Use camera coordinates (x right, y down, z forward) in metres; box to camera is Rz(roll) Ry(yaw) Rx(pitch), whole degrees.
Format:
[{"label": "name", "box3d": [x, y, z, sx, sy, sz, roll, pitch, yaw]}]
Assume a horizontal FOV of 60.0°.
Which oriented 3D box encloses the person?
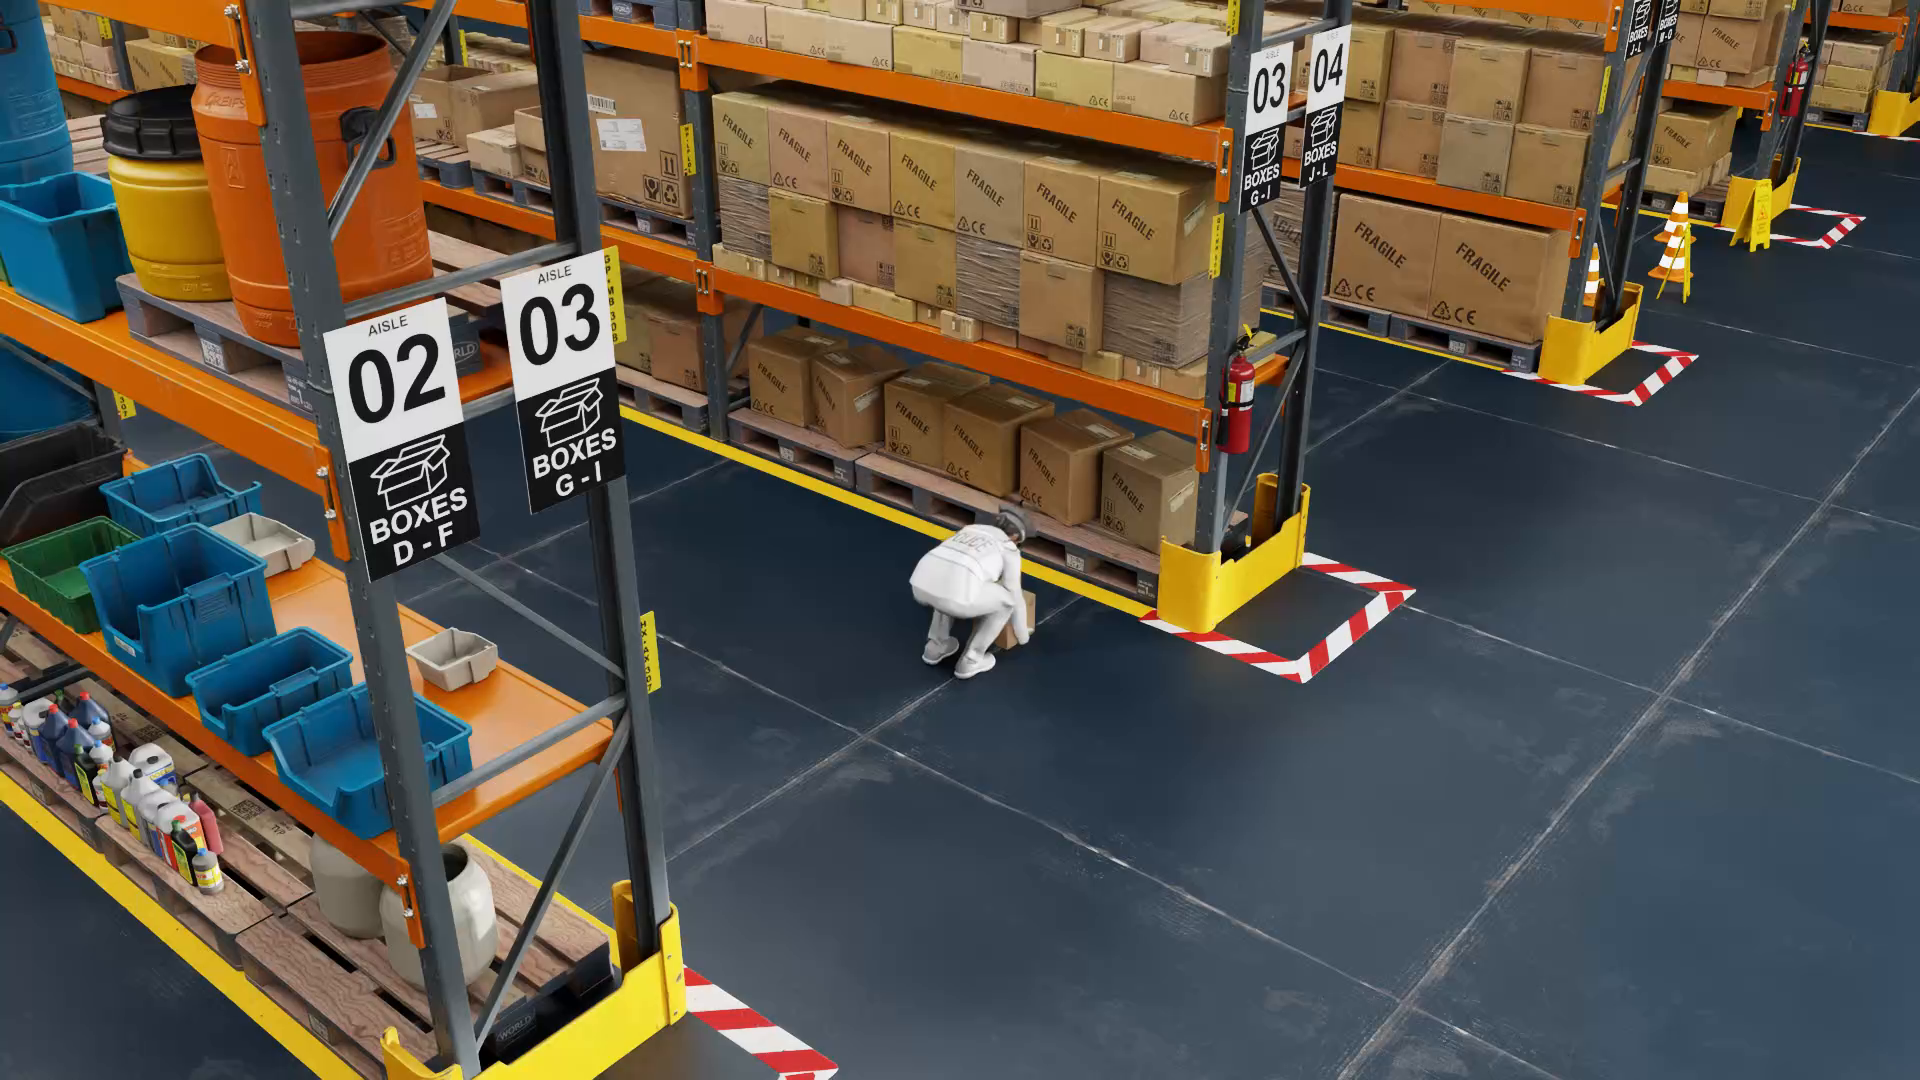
[{"label": "person", "box3d": [0.094, 0.283, 9.074, 0.457, 0.774, 0.915, 20, 33, 33]}]
